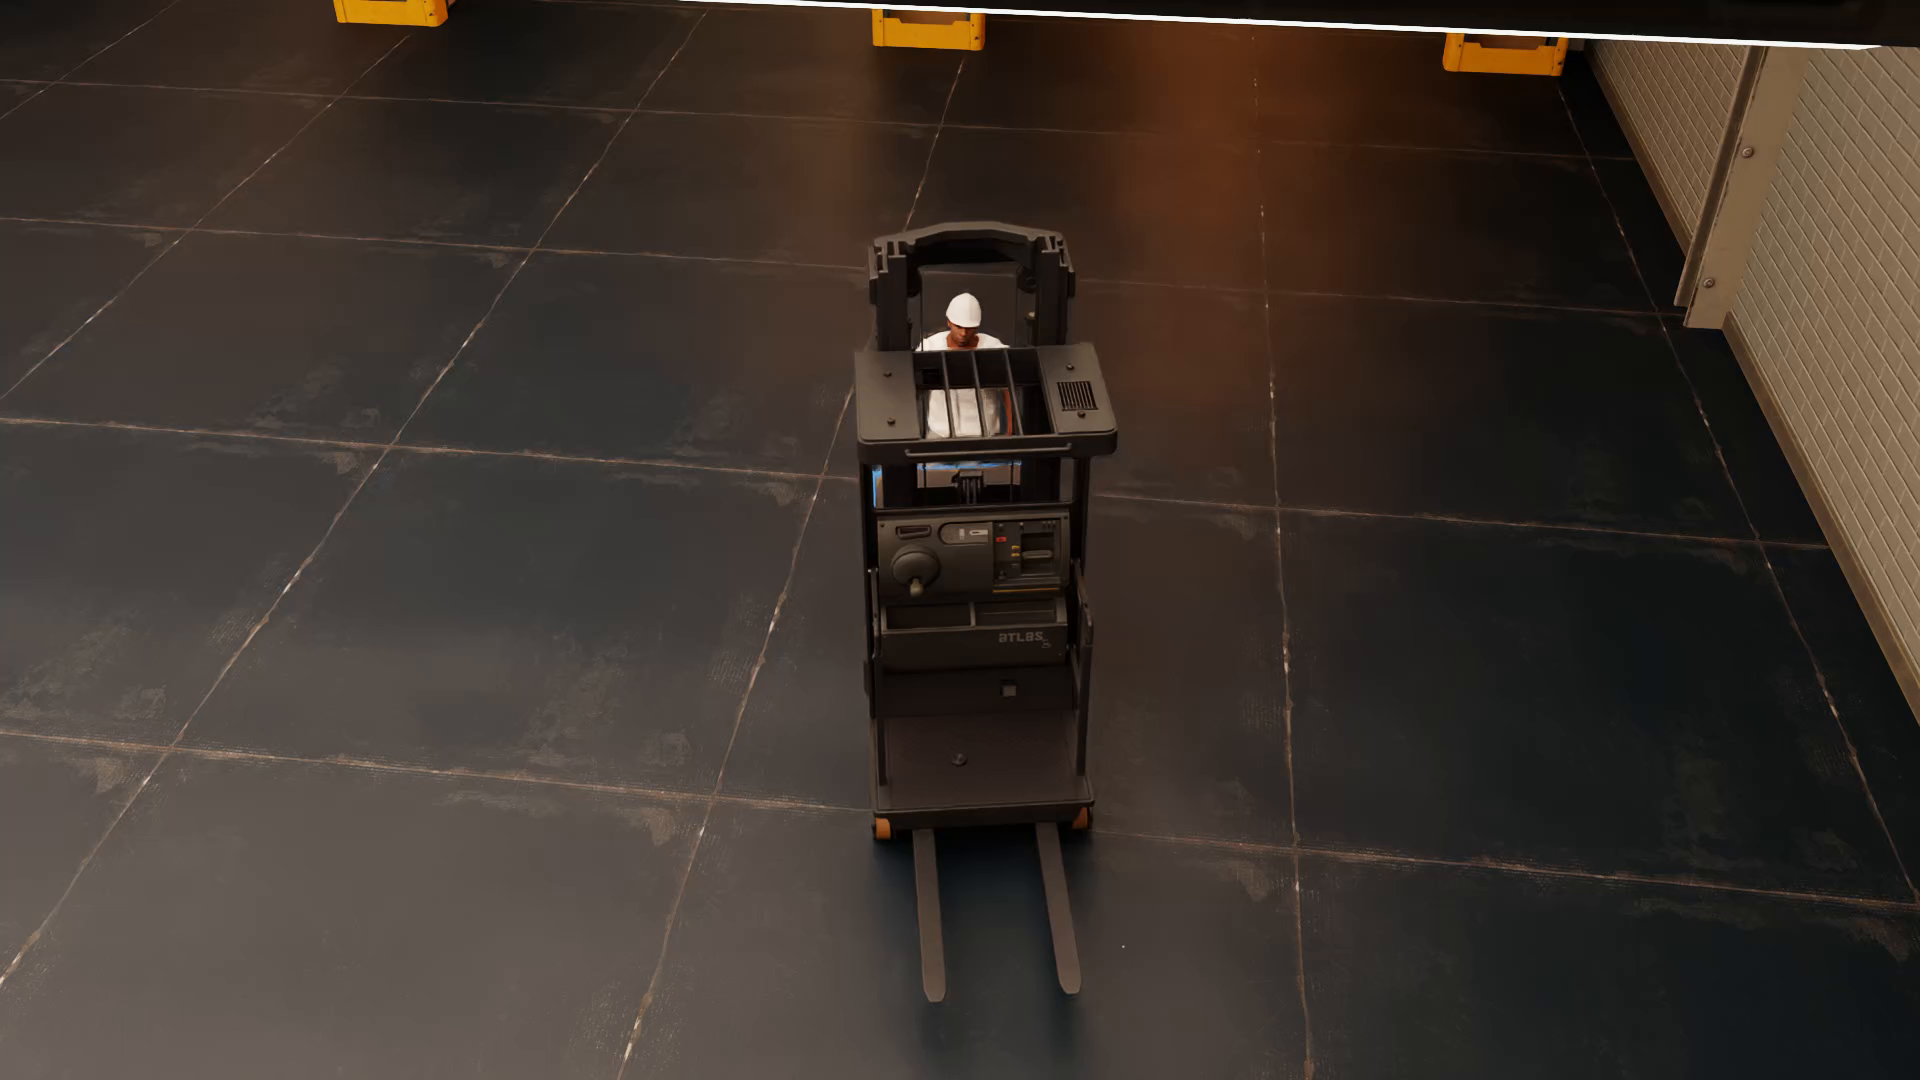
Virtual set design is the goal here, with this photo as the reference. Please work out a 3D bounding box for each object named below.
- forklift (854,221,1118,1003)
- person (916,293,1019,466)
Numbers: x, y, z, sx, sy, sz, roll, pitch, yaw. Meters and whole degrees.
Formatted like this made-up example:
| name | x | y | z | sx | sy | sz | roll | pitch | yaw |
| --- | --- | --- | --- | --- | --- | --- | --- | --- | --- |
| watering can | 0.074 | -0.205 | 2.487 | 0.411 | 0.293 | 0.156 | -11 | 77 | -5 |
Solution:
| name | x | y | z | sx | sy | sz | roll | pitch | yaw |
| --- | --- | --- | --- | --- | --- | --- | --- | --- | --- |
| forklift | 0.087 | 0.133 | 7.849 | 1.130 | 2.935 | 3.031 | -3 | 36 | -3 |
| person | 0.003 | -0.686 | 9.920 | 0.708 | 1.683 | 0.422 | 7 | 37 | 9 |
